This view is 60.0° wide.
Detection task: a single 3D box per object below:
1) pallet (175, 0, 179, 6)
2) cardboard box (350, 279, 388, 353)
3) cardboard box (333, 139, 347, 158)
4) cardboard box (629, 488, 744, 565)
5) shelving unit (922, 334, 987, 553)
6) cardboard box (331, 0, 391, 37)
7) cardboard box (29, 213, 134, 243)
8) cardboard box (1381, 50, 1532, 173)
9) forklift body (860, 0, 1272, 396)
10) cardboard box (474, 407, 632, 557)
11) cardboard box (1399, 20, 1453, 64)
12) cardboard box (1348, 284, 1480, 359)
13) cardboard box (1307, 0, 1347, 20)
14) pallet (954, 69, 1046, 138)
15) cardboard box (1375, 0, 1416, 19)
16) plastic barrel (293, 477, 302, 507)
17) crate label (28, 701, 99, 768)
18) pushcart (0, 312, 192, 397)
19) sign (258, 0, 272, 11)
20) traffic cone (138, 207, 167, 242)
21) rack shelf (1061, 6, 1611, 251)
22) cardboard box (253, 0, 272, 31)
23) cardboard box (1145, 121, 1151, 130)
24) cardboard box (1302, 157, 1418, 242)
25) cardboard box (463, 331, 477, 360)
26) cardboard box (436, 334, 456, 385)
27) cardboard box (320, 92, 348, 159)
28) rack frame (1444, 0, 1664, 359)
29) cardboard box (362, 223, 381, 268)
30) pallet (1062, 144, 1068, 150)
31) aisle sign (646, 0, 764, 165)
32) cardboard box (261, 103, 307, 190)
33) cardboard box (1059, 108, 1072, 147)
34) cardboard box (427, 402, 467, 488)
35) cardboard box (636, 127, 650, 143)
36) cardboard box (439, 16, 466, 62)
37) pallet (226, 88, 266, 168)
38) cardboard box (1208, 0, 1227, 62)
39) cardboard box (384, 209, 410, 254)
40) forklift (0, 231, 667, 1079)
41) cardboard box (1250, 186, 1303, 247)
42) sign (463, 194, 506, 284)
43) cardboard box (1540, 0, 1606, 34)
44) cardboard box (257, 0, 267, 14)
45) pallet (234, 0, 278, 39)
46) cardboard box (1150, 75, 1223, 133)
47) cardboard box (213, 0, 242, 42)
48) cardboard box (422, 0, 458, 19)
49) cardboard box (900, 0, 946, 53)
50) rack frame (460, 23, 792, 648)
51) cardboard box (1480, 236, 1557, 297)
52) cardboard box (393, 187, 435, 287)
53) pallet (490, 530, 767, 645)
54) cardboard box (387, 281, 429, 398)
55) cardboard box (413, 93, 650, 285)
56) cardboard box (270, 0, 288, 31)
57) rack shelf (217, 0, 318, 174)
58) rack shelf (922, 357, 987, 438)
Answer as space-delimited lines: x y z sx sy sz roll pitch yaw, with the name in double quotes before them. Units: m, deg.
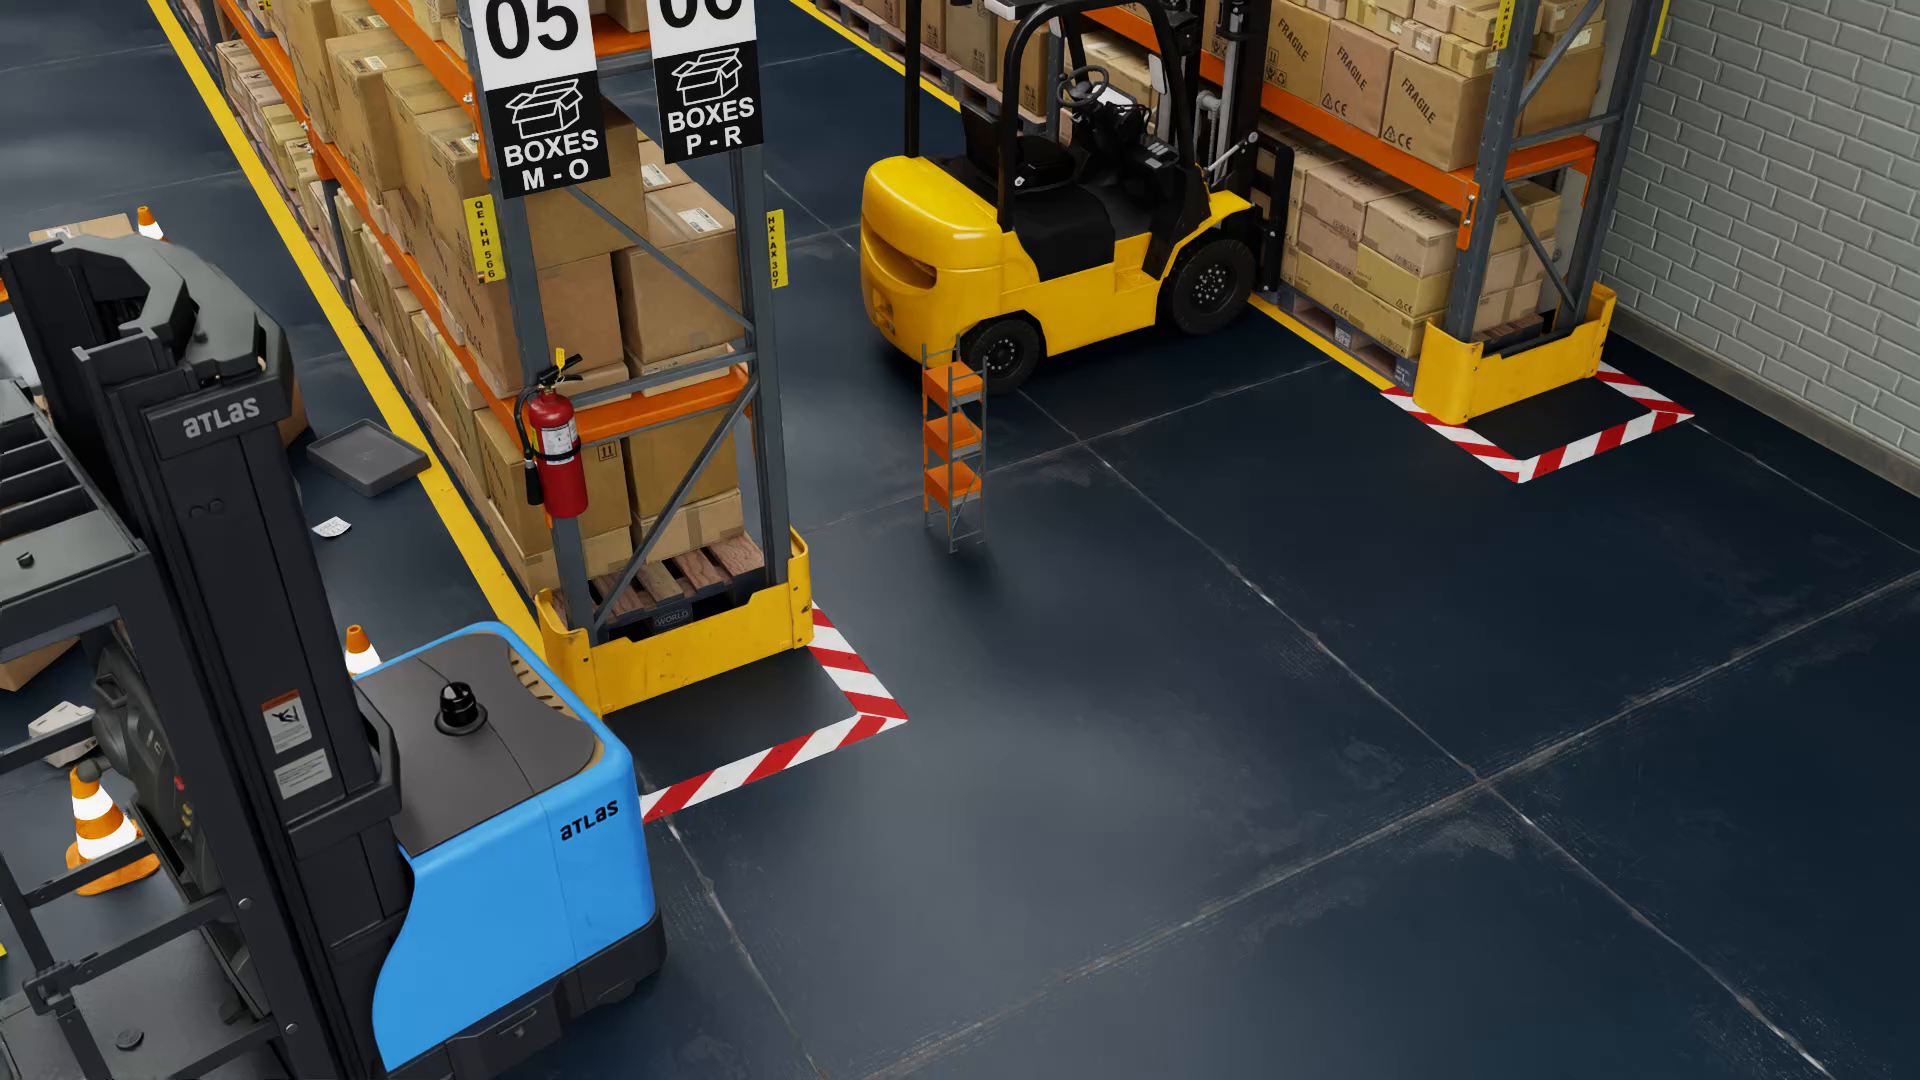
"pallet" -6.777 -5.250 15.259 1.003 0.211 1.213 -19 40 -24
"cardboard box" -3.147 -1.346 9.525 0.500 0.250 0.500 -21 41 -26
"cardboard box" -3.157 -2.197 8.928 0.380 0.149 0.250 -18 40 -23
"cardboard box" -1.367 -0.180 7.929 0.500 0.250 0.500 -19 40 -24
"shelving unit" -0.027 -0.451 7.978 0.215 1.050 0.252 -19 40 -24
"cardboard box" -2.369 -2.173 7.498 0.700 0.500 0.500 -19 40 -24
"cardboard box" -4.734 -1.421 9.130 0.500 0.500 0.500 -19 40 -24
"cardboard box" 2.615 -2.314 8.790 0.500 0.500 0.500 -20 41 -25
"forklift body" 0.559 -2.184 9.417 2.313 2.155 1.214 -19 40 -24
"cardboard box" -1.828 -0.321 7.486 0.500 0.500 0.500 -19 40 -24
"cardboard box" 2.519 -2.618 8.657 0.380 0.149 0.250 -18 40 -23
"cardboard box" 2.580 -1.306 9.470 0.500 0.250 0.500 -19 40 -24
"cardboard box" 2.152 -3.021 9.208 0.380 0.149 0.250 -20 41 -25
"pallet" 0.676 -3.379 12.697 1.003 0.211 1.213 -19 40 -24
"cardboard box" 2.422 -2.885 8.770 0.380 0.149 0.250 -18 40 -23
"plastic barrel" -3.547 -0.192 8.154 0.512 0.421 0.421 6 37 8
"crate label" -3.769 0.811 7.024 0.298 0.136 0.250 19 40 24
"pushcart" -5.156 -0.908 9.173 0.936 0.377 1.648 26 44 31
"sign" -3.688 -2.969 8.790 0.100 0.325 0.005 -19 40 -24
"traffic cone" -5.044 -1.861 10.405 0.336 0.463 0.334 -19 40 -24
"rack shelf" 2.085 -2.830 10.191 1.077 0.370 4.000 -19 40 -24
"cardboard box" -3.985 -3.177 9.914 0.380 0.149 0.250 -20 40 -25
"cardboard box" 1.311 -2.807 11.102 0.500 0.250 0.500 -19 40 -24
"cardboard box" 2.327 -1.965 9.524 0.500 0.250 0.500 -18 40 -23
"cardboard box" -1.907 -0.887 7.134 0.380 0.149 0.250 -20 40 -25
"cardboard box" -2.195 -0.880 7.700 0.380 0.149 0.250 -18 40 -23
"cardboard box" -2.958 -2.272 8.481 0.500 0.500 0.500 -19 40 -24
"rack frame" 3.089 -2.101 8.583 1.000 3.000 0.127 -19 40 -24
"cardboard box" -2.876 -1.568 8.643 0.380 0.149 0.250 -17 40 -22
"pallet" 1.443 -2.596 11.626 1.003 0.211 1.213 -19 40 -24
"aisle sign" -0.901 -1.738 5.882 0.394 0.787 0.004 -19 40 -24
"cardboard box" -4.191 -2.763 11.361 0.950 0.372 0.625 -18 40 -22
"cardboard box" 1.037 -2.855 11.591 0.500 0.250 0.500 -18 40 -23
"cardboard box" -2.360 -0.551 8.437 0.500 0.250 0.500 -20 41 -26
"cardboard box" -1.719 -1.635 7.608 0.500 0.500 0.500 -20 41 -25
"cardboard box" -1.622 -1.837 5.891 0.380 0.149 0.250 -19 40 -24
"pallet" -4.828 -3.182 12.428 1.003 0.211 1.213 -19 40 -24
"cardboard box" 1.843 -3.096 9.861 0.500 0.500 0.500 -19 40 -24
"cardboard box" -2.544 -1.535 8.022 0.380 0.149 0.250 -19 40 -24
"forklift" -2.524 0.727 4.769 3.031 2.935 1.130 -26 44 -31
"cardboard box" 2.054 -2.033 10.042 0.500 0.250 0.500 -20 41 -25
"sign" -1.690 -1.069 5.920 0.100 0.325 0.005 -19 40 -24
"cardboard box" 3.105 -2.758 8.595 0.380 0.149 0.250 -20 41 -25
"cardboard box" -3.891 -3.418 9.693 0.500 0.500 0.500 -19 40 -24
"pallet" -4.190 -3.633 10.843 1.003 0.211 1.213 -19 40 -24
"cardboard box" 1.560 -2.750 10.599 0.500 0.250 0.500 -18 40 -22
"cardboard box" -5.495 -4.396 13.171 0.875 0.875 0.875 -19 40 -24
"cardboard box" -1.691 -2.080 5.886 0.500 0.250 0.500 -19 40 -24
"cardboard box" 0.045 -4.395 13.381 0.875 0.625 0.625 -21 41 -26
"rack frame" -1.201 -0.628 6.566 1.000 3.000 0.127 -19 40 -24
"cardboard box" 3.033 -1.663 9.535 0.500 0.250 0.500 -18 40 -23
"cardboard box" -2.207 -1.496 7.419 0.500 0.500 0.500 -19 40 -24
"pallet" -1.616 0.035 8.023 1.003 0.211 1.213 -19 40 -24
"cardboard box" -2.609 -1.114 8.572 0.500 0.500 0.500 -17 39 -22
"cardboard box" -1.646 -1.388 6.422 0.700 0.500 0.500 -20 41 -25
"cardboard box" -3.177 -2.943 8.552 0.700 0.500 0.500 -19 40 -24
"rack shelf" -4.215 -3.397 10.968 1.077 0.370 4.000 -19 40 -24
"rack shelf" -0.027 -0.672 7.817 0.215 0.259 0.240 -19 40 -24
